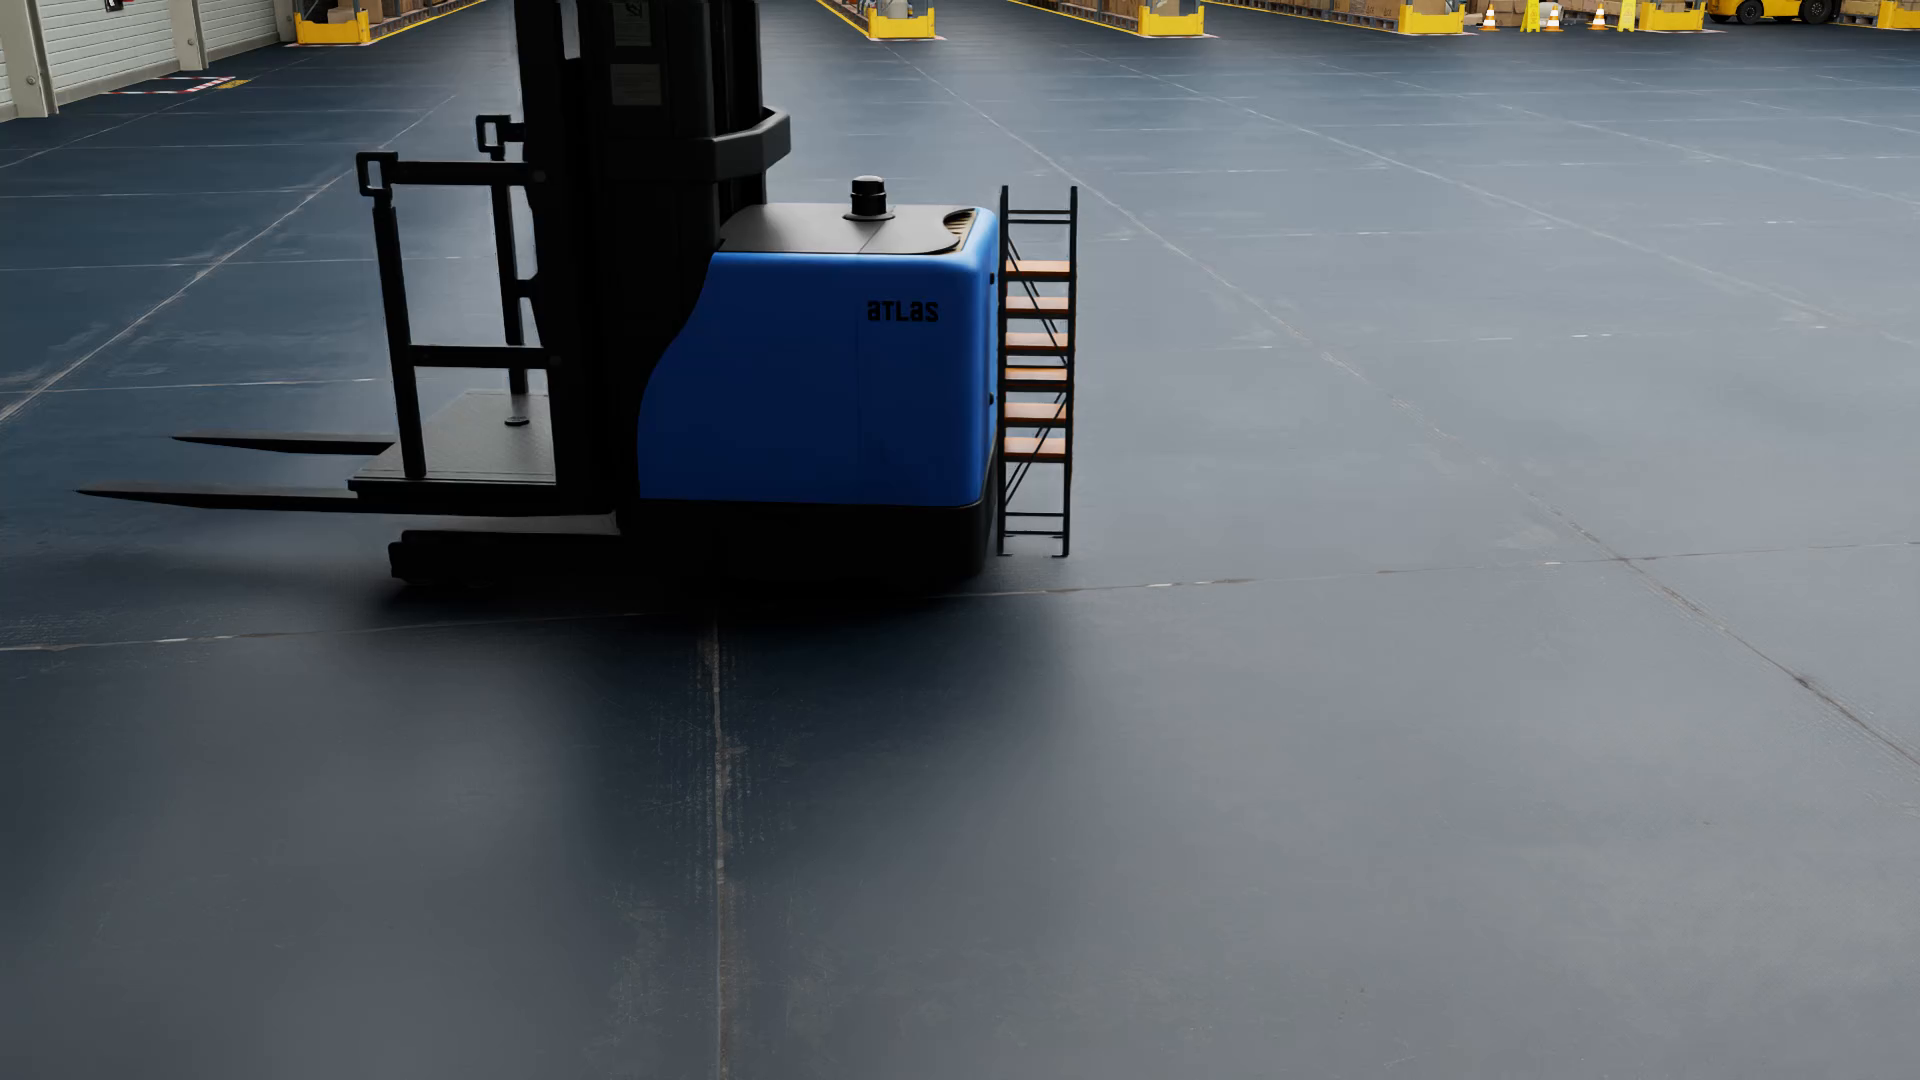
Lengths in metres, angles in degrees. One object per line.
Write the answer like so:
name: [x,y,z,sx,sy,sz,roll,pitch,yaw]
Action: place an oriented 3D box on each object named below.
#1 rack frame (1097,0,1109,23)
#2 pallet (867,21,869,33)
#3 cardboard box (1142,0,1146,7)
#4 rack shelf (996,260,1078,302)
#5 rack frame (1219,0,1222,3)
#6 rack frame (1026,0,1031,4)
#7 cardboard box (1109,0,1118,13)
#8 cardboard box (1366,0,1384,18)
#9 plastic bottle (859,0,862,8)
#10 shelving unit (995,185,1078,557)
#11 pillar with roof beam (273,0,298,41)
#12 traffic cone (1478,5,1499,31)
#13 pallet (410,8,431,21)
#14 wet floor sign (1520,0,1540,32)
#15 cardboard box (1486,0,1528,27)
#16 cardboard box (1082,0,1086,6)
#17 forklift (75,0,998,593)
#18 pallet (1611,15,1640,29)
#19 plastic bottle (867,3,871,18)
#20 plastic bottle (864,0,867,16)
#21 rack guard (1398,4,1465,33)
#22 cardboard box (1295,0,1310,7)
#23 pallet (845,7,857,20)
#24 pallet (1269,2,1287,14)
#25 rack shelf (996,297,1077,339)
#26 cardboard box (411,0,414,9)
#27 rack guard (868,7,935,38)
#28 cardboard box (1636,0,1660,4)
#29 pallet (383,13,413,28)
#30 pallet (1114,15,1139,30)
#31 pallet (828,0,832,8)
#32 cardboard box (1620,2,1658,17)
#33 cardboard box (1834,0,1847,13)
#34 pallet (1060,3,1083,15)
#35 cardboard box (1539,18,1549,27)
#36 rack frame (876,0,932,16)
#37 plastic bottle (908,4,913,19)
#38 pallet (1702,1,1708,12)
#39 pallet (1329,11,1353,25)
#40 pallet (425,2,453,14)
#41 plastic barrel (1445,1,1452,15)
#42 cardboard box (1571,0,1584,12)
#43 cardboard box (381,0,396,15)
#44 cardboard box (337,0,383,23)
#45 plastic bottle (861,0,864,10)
rack frame: [3.327,-12.111,33.856,1.000,3.000,0.127,-3,21,-8]
pallet: [-1.167,-9.476,30.785,1.003,0.211,1.213,-3,21,-8]
cardboard box: [3.710,-10.175,31.643,0.500,0.500,0.500,2,21,6]
rack shelf: [0.249,-0.835,5.335,0.258,0.103,0.180,1,21,3]
rack frame: [7.096,-15.096,41.849,1.000,3.000,0.127,-3,21,-8]
rack frame: [2.173,-14.881,41.273,1.000,3.000,0.127,-3,21,-8]
cardboard box: [3.345,-10.997,33.844,0.500,0.500,0.500,-4,21,-9]
cardboard box: [8.534,-10.679,32.458,0.875,0.875,0.875,-3,21,-9]
plastic bottle: [-1.963,-10.657,33.233,0.097,0.271,0.097,0,20,0]
shelving unit: [0.249,-0.540,5.446,0.258,1.200,0.189,1,21,3]
pillar with roof beam: [-7.498,-13.203,28.206,9.100,9.000,0.400,-3,21,-8]
traffic cone: [10.155,-10.009,31.852,0.336,0.463,0.334,-3,21,-8]
pallet: [-11.844,-11.170,35.321,1.003,0.211,1.213,-3,21,-8]
wet floor sign: [10.789,-9.929,31.377,0.267,0.644,0.232,-7,21,-17]
cardboard box: [10.951,-10.537,33.210,0.637,0.503,0.797,17,27,39]
cardboard box: [3.047,-11.913,36.269,0.700,0.500,0.500,-1,21,-3]
forklift: [-1.404,-1.401,5.277,3.031,2.935,1.130,2,21,4]
pallet: [13.617,-10.229,32.803,1.003,0.211,1.213,-3,21,-8]
plastic bottle: [-1.732,-10.064,31.627,0.061,0.283,0.133,-2,21,-6]
plastic bottle: [-1.780,-10.314,32.201,0.144,0.351,0.185,-3,21,-8]
rack guard: [8.829,-9.762,31.140,1.175,0.500,0.348,-3,21,-8]
cardboard box: [7.935,-12.014,36.211,1.050,0.750,0.750,-3,21,-8]
pallet: [-1.905,-11.249,35.532,1.003,0.211,1.213,-3,21,-8]
pallet: [7.712,-12.128,37.888,1.003,0.211,1.213,-3,21,-8]
rack shelf: [0.249,-0.723,5.377,0.258,0.103,0.180,1,21,3]
cardboard box: [-11.840,-11.351,34.765,0.700,0.500,0.500,-3,21,-8]
rack guard: [-1.056,-9.330,29.981,1.175,0.500,0.348,-3,21,-8]
cardboard box: [13.336,-10.751,32.471,0.500,0.500,0.500,-3,21,-7]
pallet: [-11.492,-10.325,33.059,1.003,0.211,1.213,-3,21,-8]
pallet: [3.637,-10.151,32.593,1.003,0.211,1.213,-3,21,-8]
pallet: [-2.658,-13.056,40.371,1.003,0.211,1.213,-3,21,-8]
cardboard box: [13.323,-10.410,32.630,0.500,0.250,0.500,-3,21,-8]
cardboard box: [18.115,-10.880,33.888,0.500,0.250,0.500,-3,21,-7]
pallet: [2.861,-11.919,37.328,1.003,0.211,1.213,-3,21,-8]
cardboard box: [11.522,-10.243,32.927,0.380,0.149,0.250,8,22,20]
rack frame: [-0.998,-10.477,29.480,1.000,3.000,0.127,-3,21,-8]
plastic bottle: [-0.951,-10.048,31.603,0.097,0.271,0.097,0,20,0]
pallet: [17.720,-12.233,38.167,1.003,0.211,1.213,-3,21,-8]
pallet: [8.281,-10.753,34.205,1.003,0.211,1.213,-3,21,-8]
pallet: [-12.167,-12.139,37.915,1.003,0.211,1.213,-3,21,-8]
plastic barrel: [9.931,-10.804,34.039,0.512,0.421,0.421,12,24,30]
cardboard box: [13.039,-11.118,34.526,0.500,0.250,0.500,-2,21,-5]
cardboard box: [-11.501,-10.651,32.890,0.700,0.500,0.500,-2,21,-6]
cardboard box: [-10.951,-9.710,30.371,0.700,0.500,0.500,-4,21,-11]
plastic bottle: [-1.869,-10.526,32.770,0.144,0.351,0.185,-2,21,-6]
